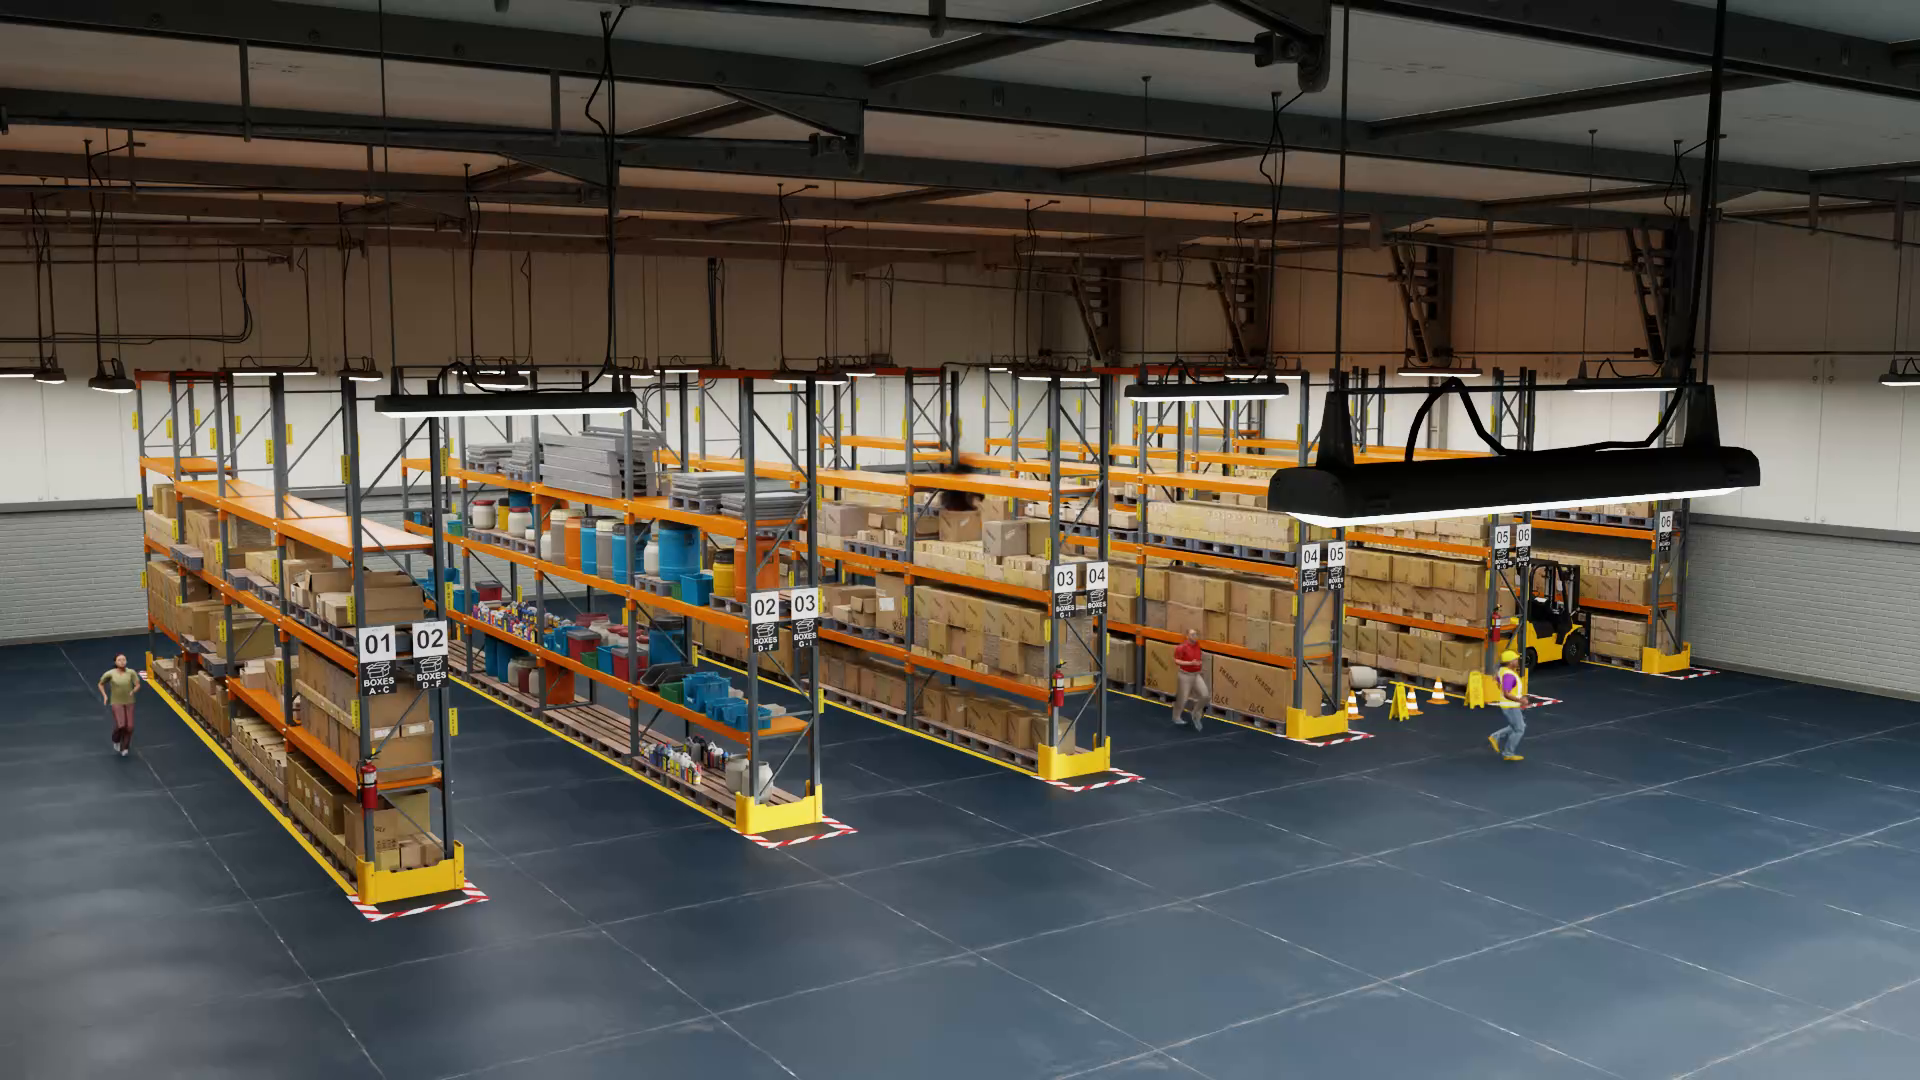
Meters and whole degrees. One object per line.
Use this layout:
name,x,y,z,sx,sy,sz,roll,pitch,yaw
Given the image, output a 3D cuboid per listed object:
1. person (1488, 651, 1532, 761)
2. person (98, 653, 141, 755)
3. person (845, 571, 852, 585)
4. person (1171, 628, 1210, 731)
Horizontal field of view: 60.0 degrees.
person,8.533,2.567,25.808,0.605,1.718,0.696,2,7,13
person,-13.114,2.566,26.045,0.566,1.604,0.547,-5,8,-40
person,-2.847,0.709,42.113,0.917,1.753,0.684,1,7,13
person,3.820,2.342,27.904,0.624,1.755,0.790,-4,8,-31
